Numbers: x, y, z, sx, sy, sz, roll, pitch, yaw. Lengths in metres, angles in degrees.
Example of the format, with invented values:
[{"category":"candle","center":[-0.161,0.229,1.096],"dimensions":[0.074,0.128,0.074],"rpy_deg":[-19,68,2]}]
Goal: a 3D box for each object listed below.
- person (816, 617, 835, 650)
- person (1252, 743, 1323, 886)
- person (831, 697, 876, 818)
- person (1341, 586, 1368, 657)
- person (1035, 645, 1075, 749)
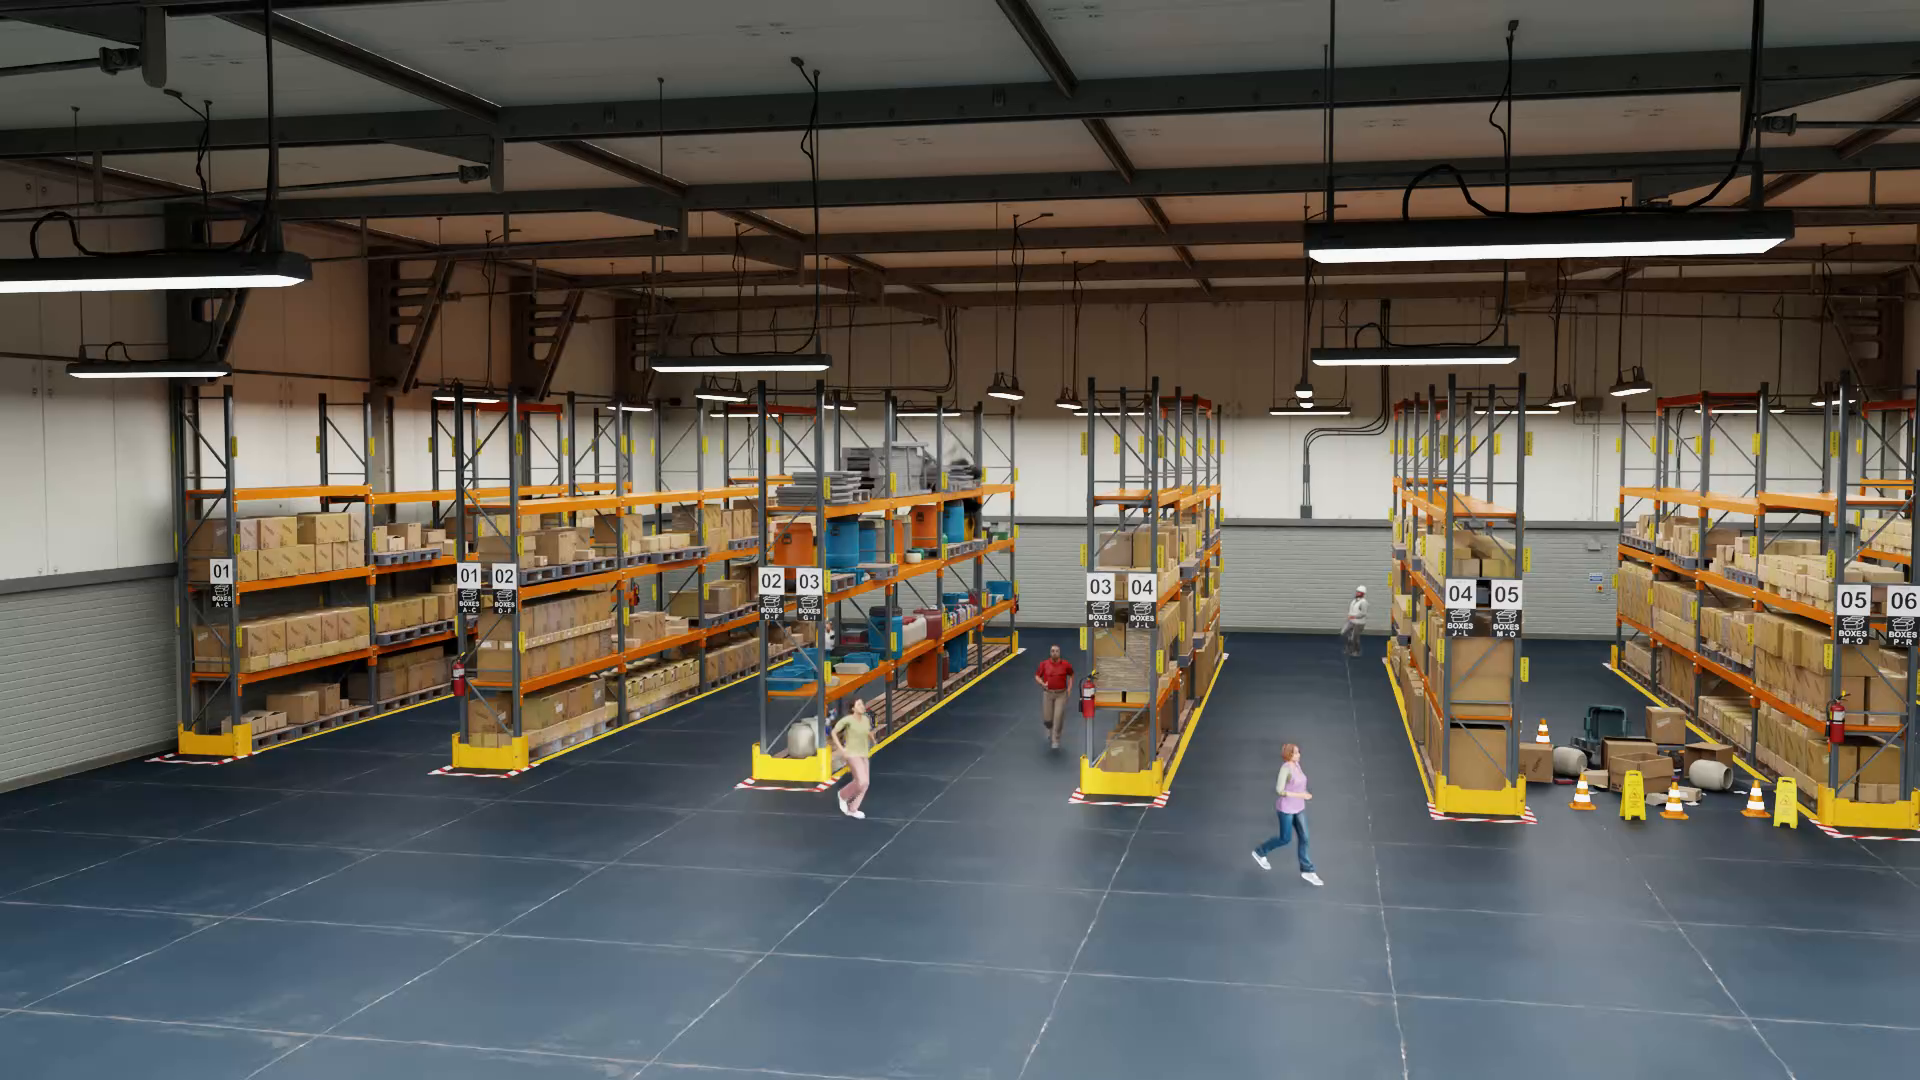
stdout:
[{"category":"person","center":[-2.552,2.347,32.814],"dimensions":[0.617,1.678,0.607],"rpy_deg":[1,3,14]},{"category":"person","center":[3.776,3.124,19.138],"dimensions":[0.877,1.605,0.538],"rpy_deg":[3,4,41]},{"category":"person","center":[-1.375,2.927,22.393],"dimensions":[0.514,1.638,0.624],"rpy_deg":[3,5,45]},{"category":"person","center":[9.350,1.932,39.303],"dimensions":[0.640,1.706,0.651],"rpy_deg":[-2,4,-25]},{"category":"person","center":[1.587,2.599,27.794],"dimensions":[0.668,1.691,0.741],"rpy_deg":[0,3,3]}]
